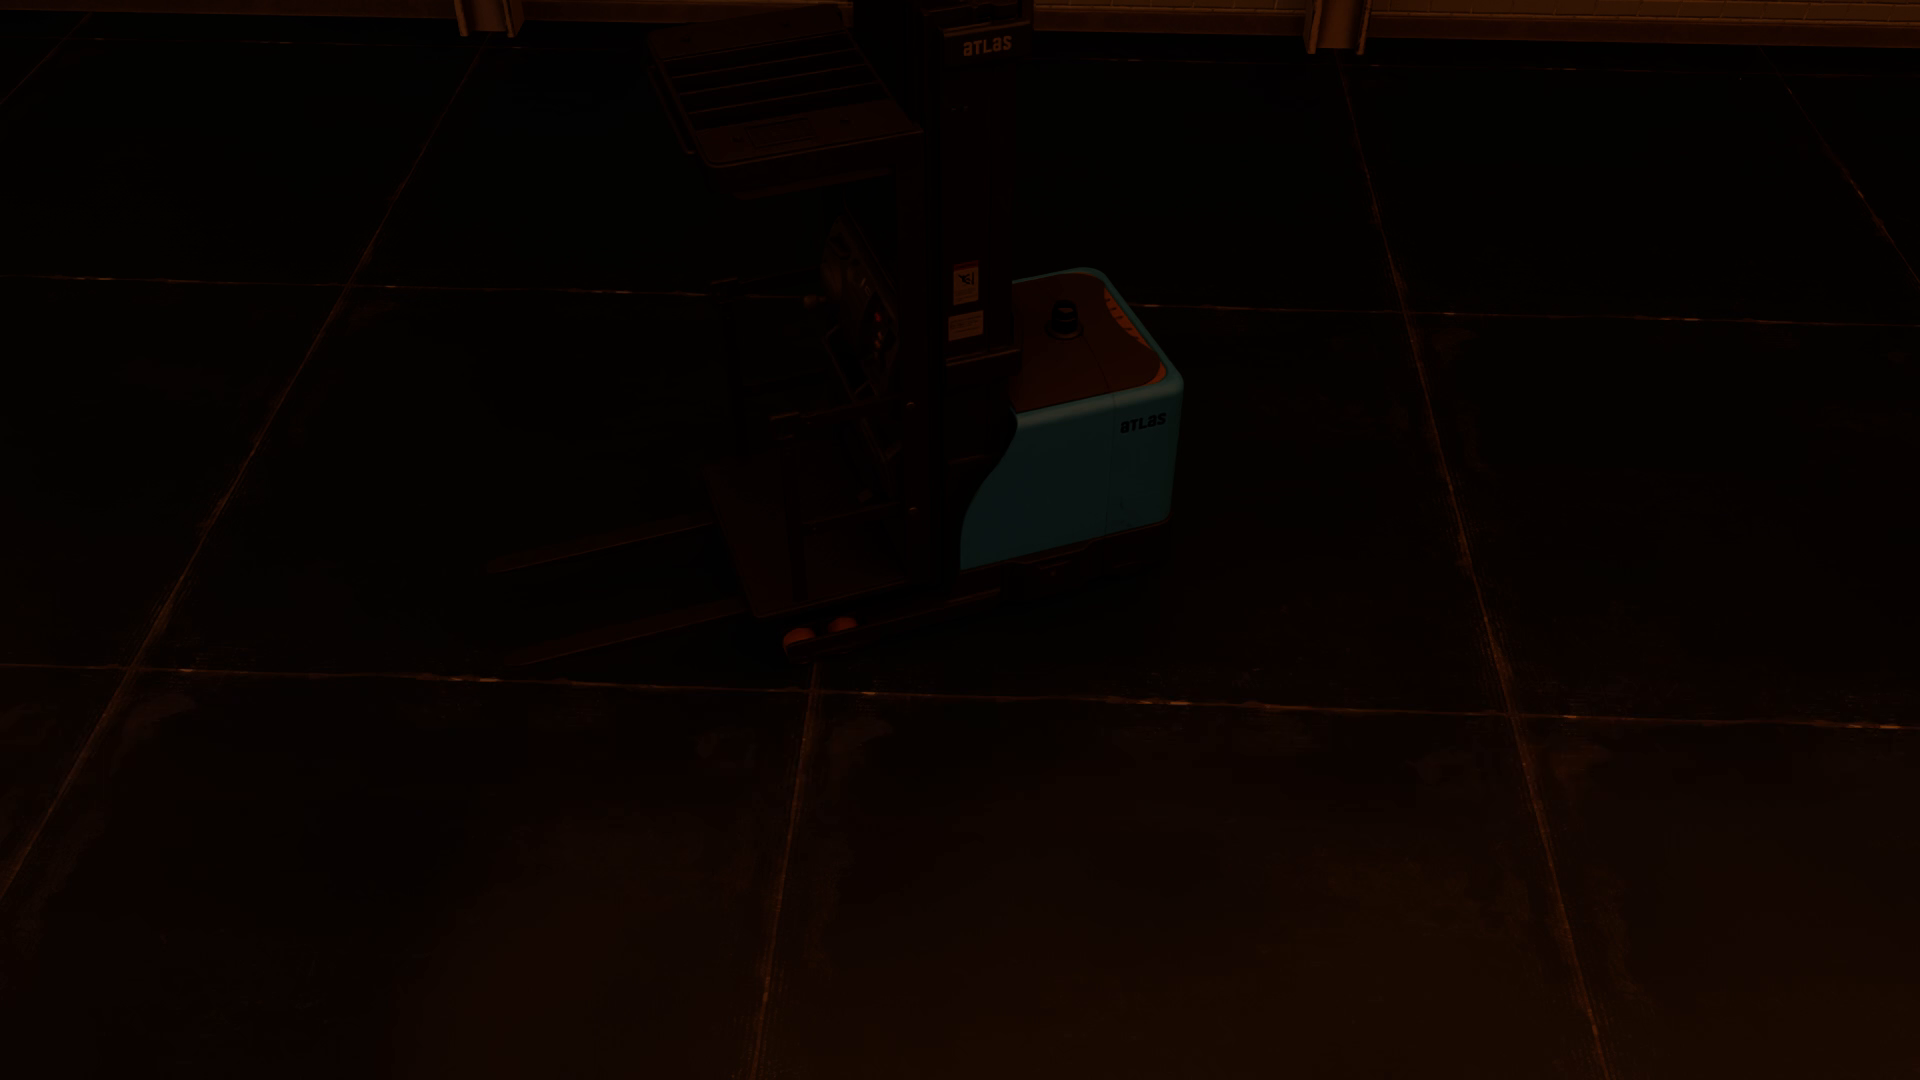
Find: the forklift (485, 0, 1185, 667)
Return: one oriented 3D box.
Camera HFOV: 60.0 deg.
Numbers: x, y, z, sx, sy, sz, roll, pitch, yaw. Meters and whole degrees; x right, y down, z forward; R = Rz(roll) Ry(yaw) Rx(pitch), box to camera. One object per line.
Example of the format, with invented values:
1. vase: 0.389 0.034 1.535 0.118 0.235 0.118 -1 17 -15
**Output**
1. forklift: -0.597 -0.940 6.771 3.031 2.935 1.130 -13 44 -14
